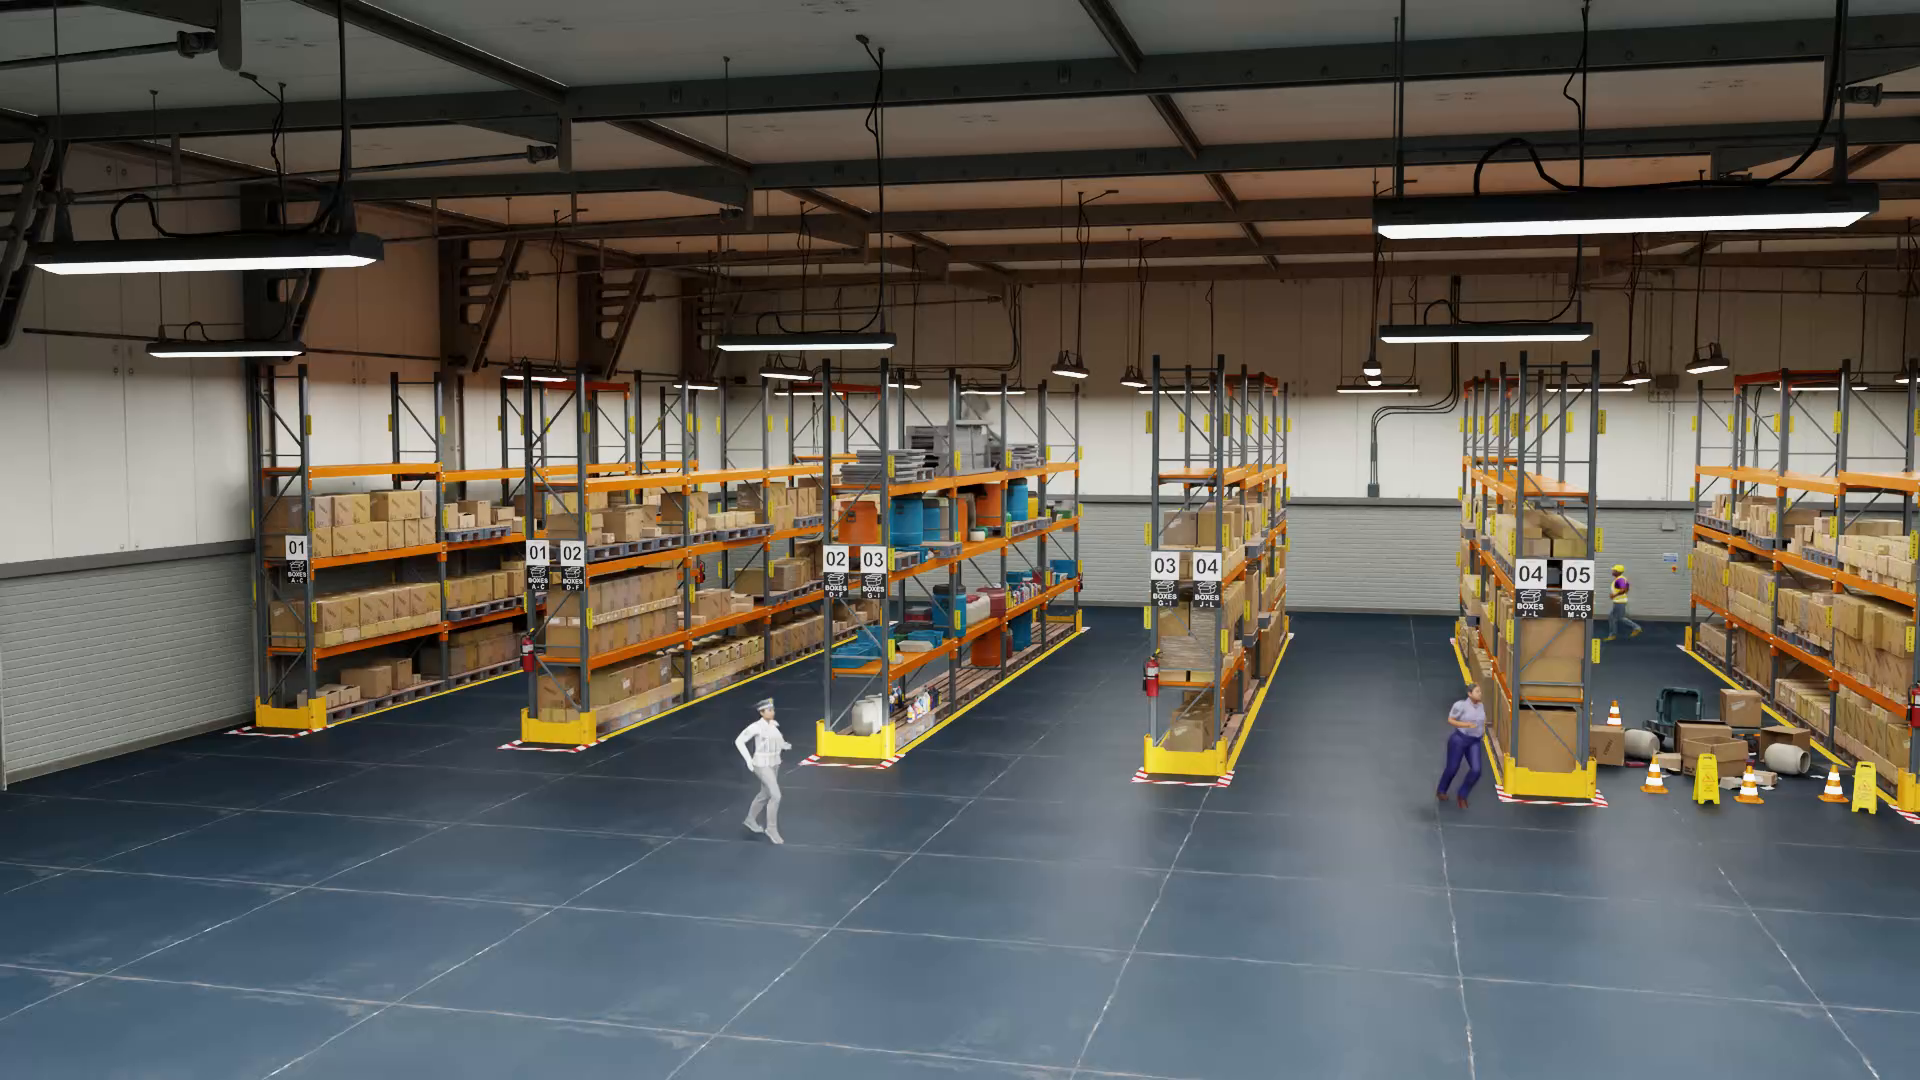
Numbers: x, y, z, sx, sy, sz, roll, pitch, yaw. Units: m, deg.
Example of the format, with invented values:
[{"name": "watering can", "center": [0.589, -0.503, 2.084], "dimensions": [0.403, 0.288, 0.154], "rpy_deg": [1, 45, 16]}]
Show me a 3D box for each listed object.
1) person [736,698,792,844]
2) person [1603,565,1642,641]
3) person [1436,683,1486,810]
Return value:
[{"name": "person", "center": [-2.338, 2.775, 20.090], "dimensions": [0.737, 1.755, 0.577], "rpy_deg": [2, 5, 29]}, {"name": "person", "center": [15.352, 1.467, 38.497], "dimensions": [0.835, 1.776, 0.699], "rpy_deg": [1, 4, 19]}, {"name": "person", "center": [6.668, 2.706, 21.834], "dimensions": [0.630, 1.664, 0.679], "rpy_deg": [-1, 4, -9]}]
